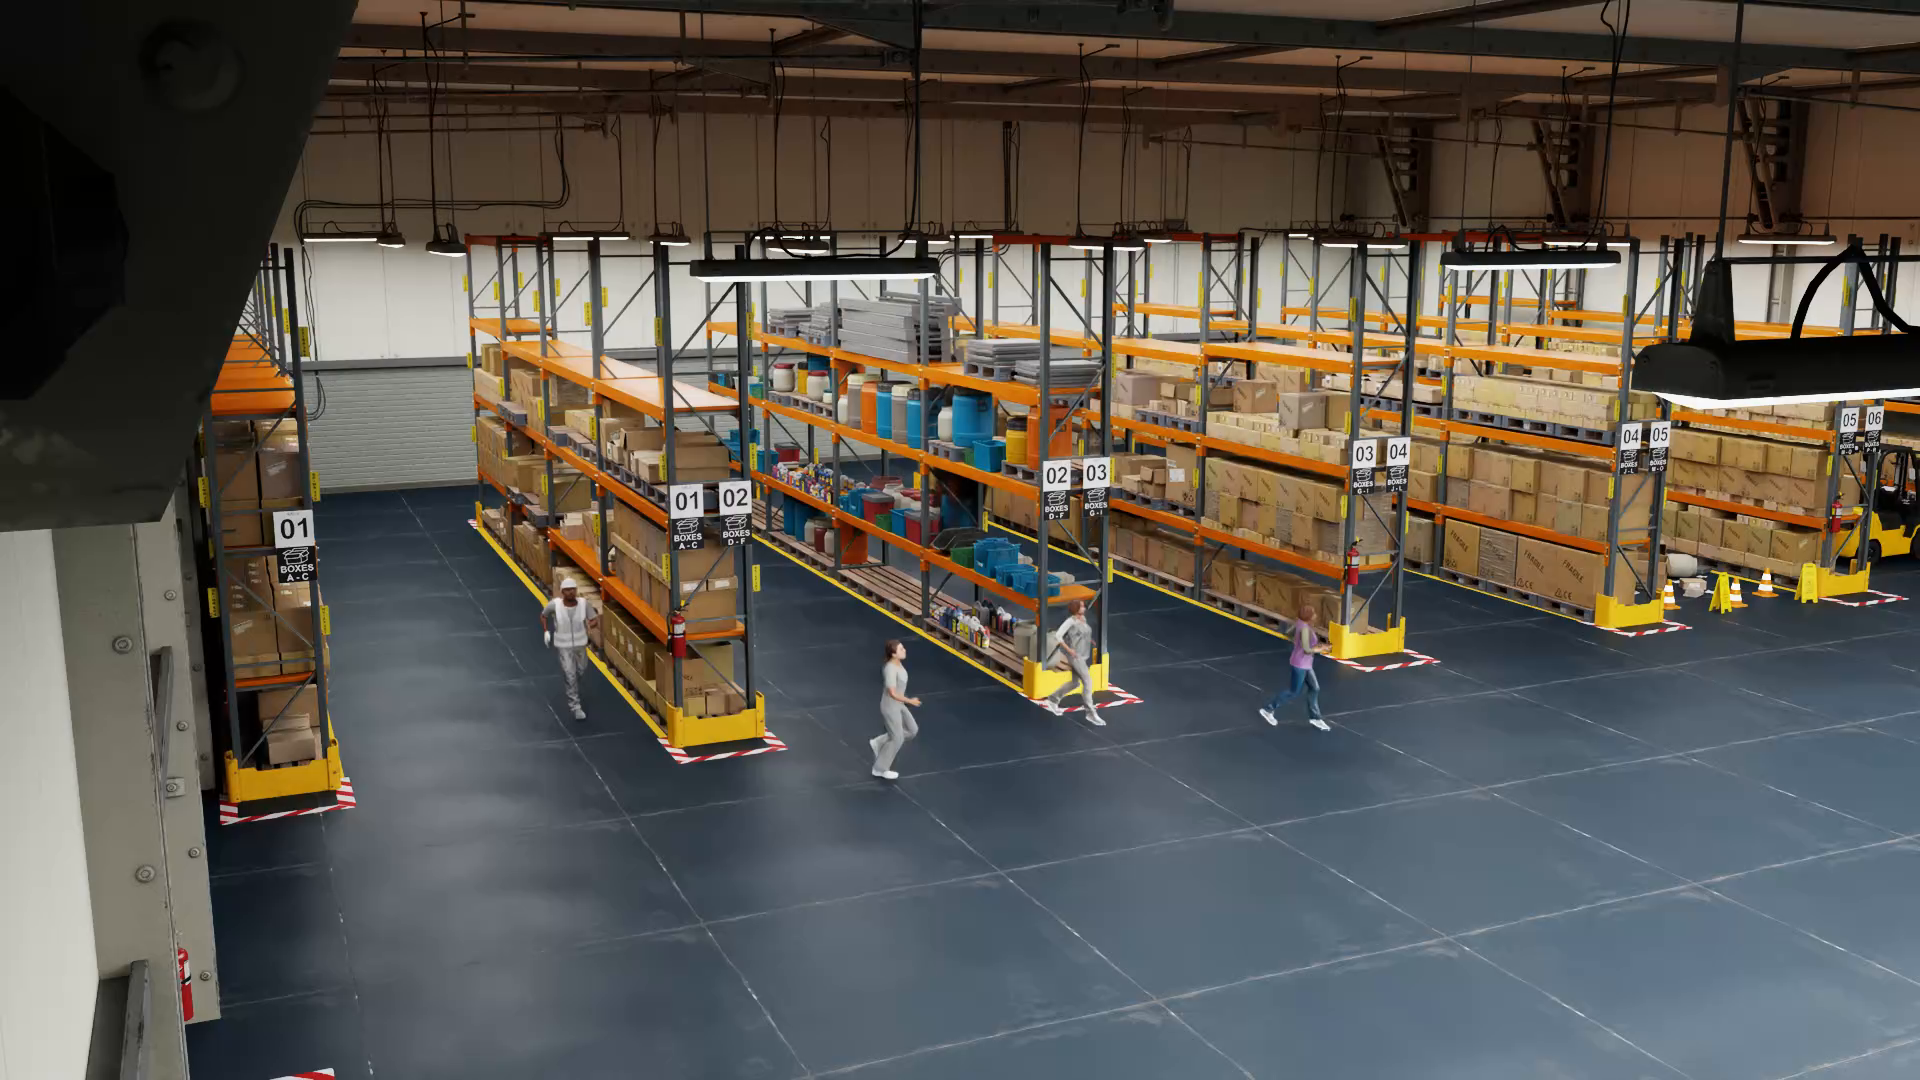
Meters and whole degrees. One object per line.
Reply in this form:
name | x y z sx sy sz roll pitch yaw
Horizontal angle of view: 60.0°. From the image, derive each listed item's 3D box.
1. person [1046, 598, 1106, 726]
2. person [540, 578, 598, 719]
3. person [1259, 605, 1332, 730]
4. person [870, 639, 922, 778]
person | 1.486 1.520 21.119 0.807 1.605 0.574 3 12 17
person | -4.998 1.343 21.387 0.686 1.764 0.979 -5 12 -26
person | 4.201 1.587 20.743 0.881 1.616 0.548 2 11 10
person | -0.731 1.918 19.008 0.621 1.629 0.590 1 11 6
